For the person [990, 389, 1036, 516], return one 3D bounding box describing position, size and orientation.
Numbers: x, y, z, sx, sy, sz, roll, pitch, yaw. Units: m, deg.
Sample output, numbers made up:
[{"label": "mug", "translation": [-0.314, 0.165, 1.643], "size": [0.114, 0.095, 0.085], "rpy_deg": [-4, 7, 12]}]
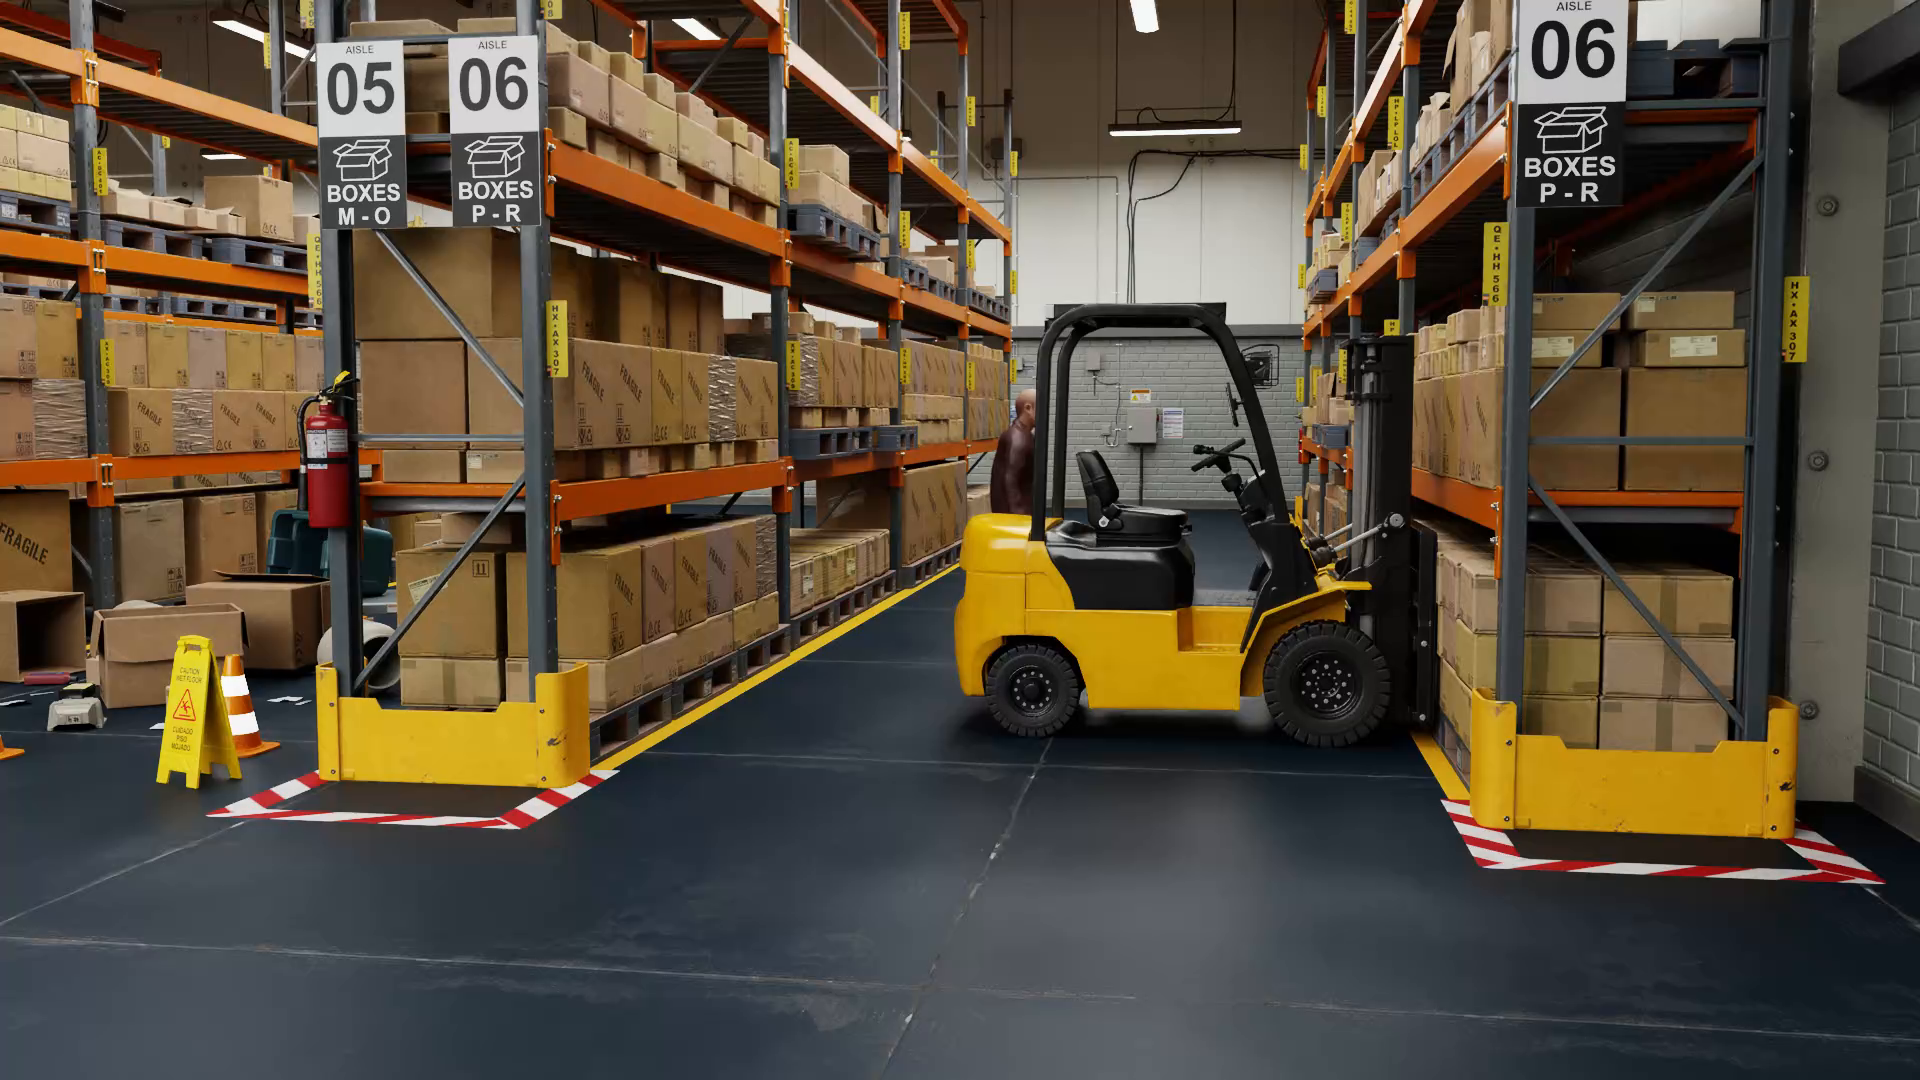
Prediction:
[{"label": "person", "translation": [0.406, -0.096, 10.840], "size": [0.419, 1.774, 0.646], "rpy_deg": [1, 4, 8]}]
